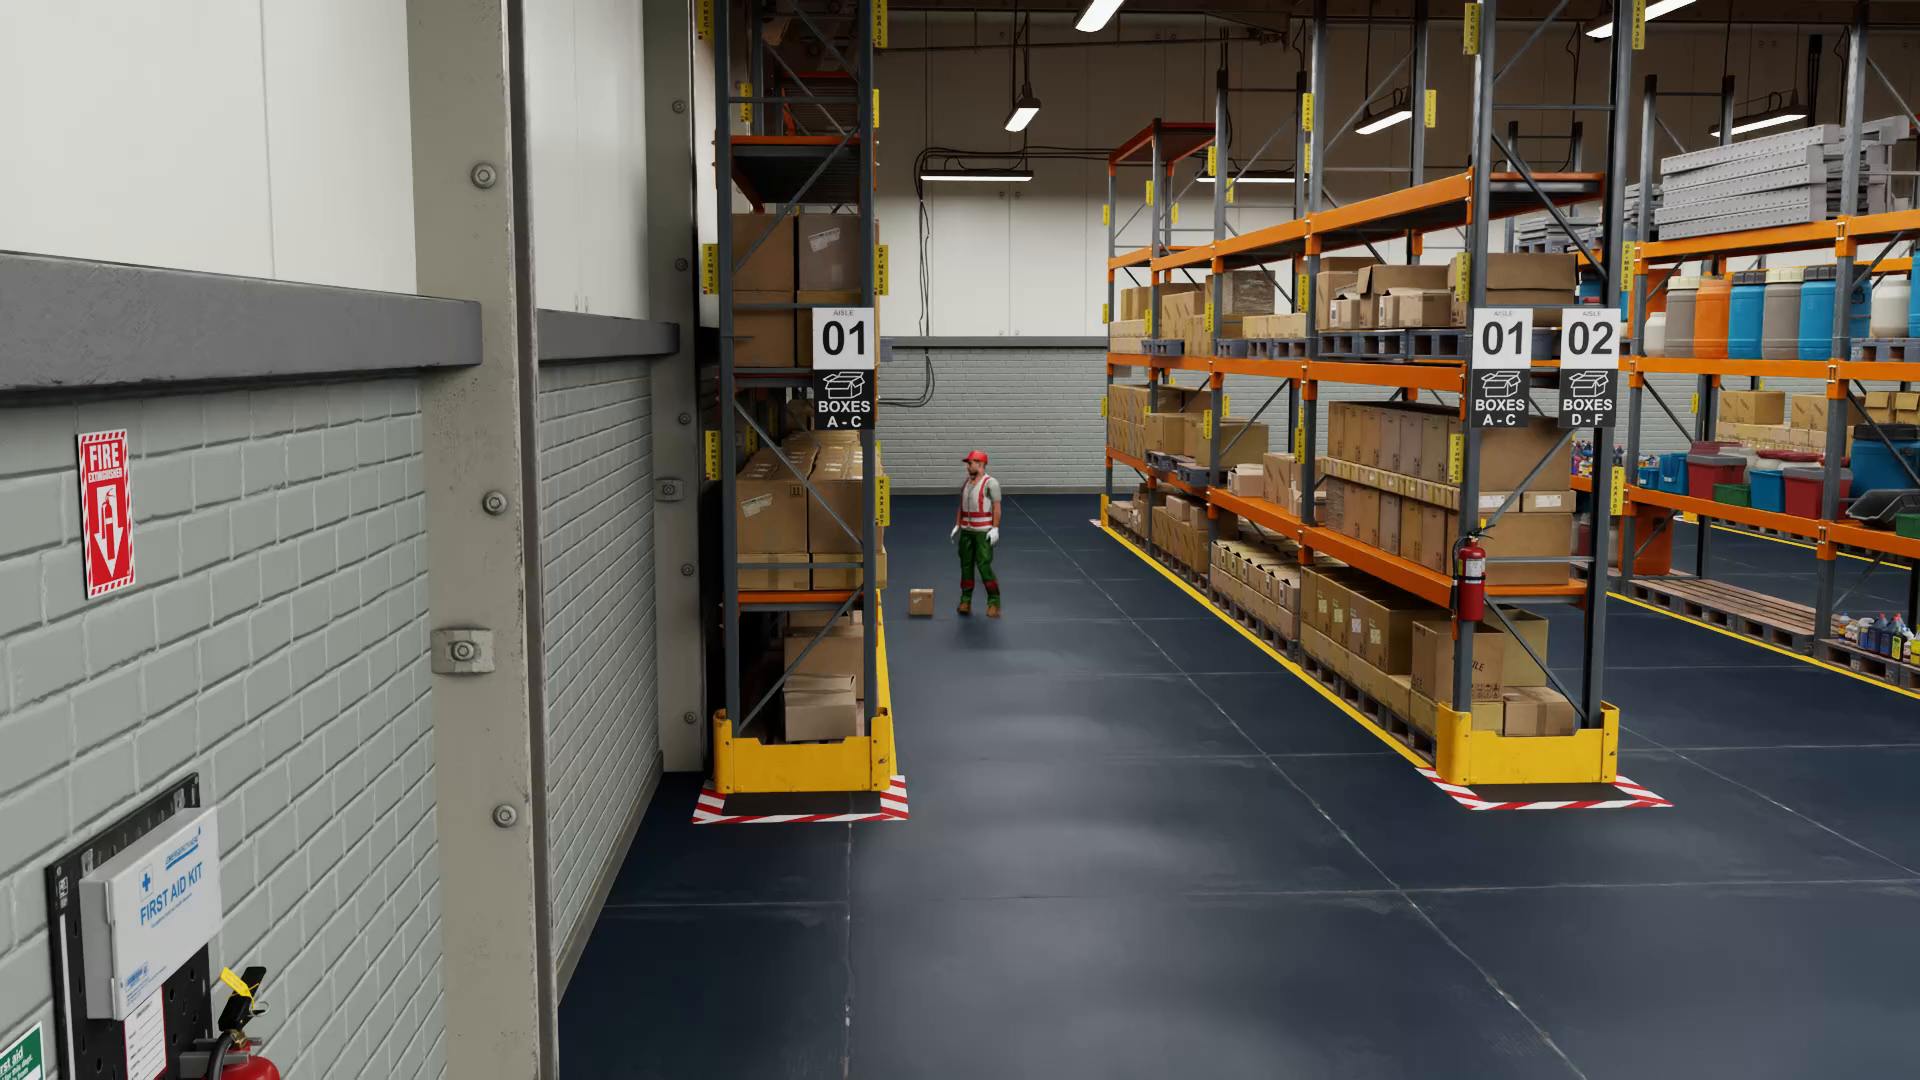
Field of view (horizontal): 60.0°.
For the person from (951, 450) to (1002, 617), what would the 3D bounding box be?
[{"bbox_3d":[0.179,-0.075,18.277,0.645,1.805,0.412,6,9,41],"label":"person"}]
